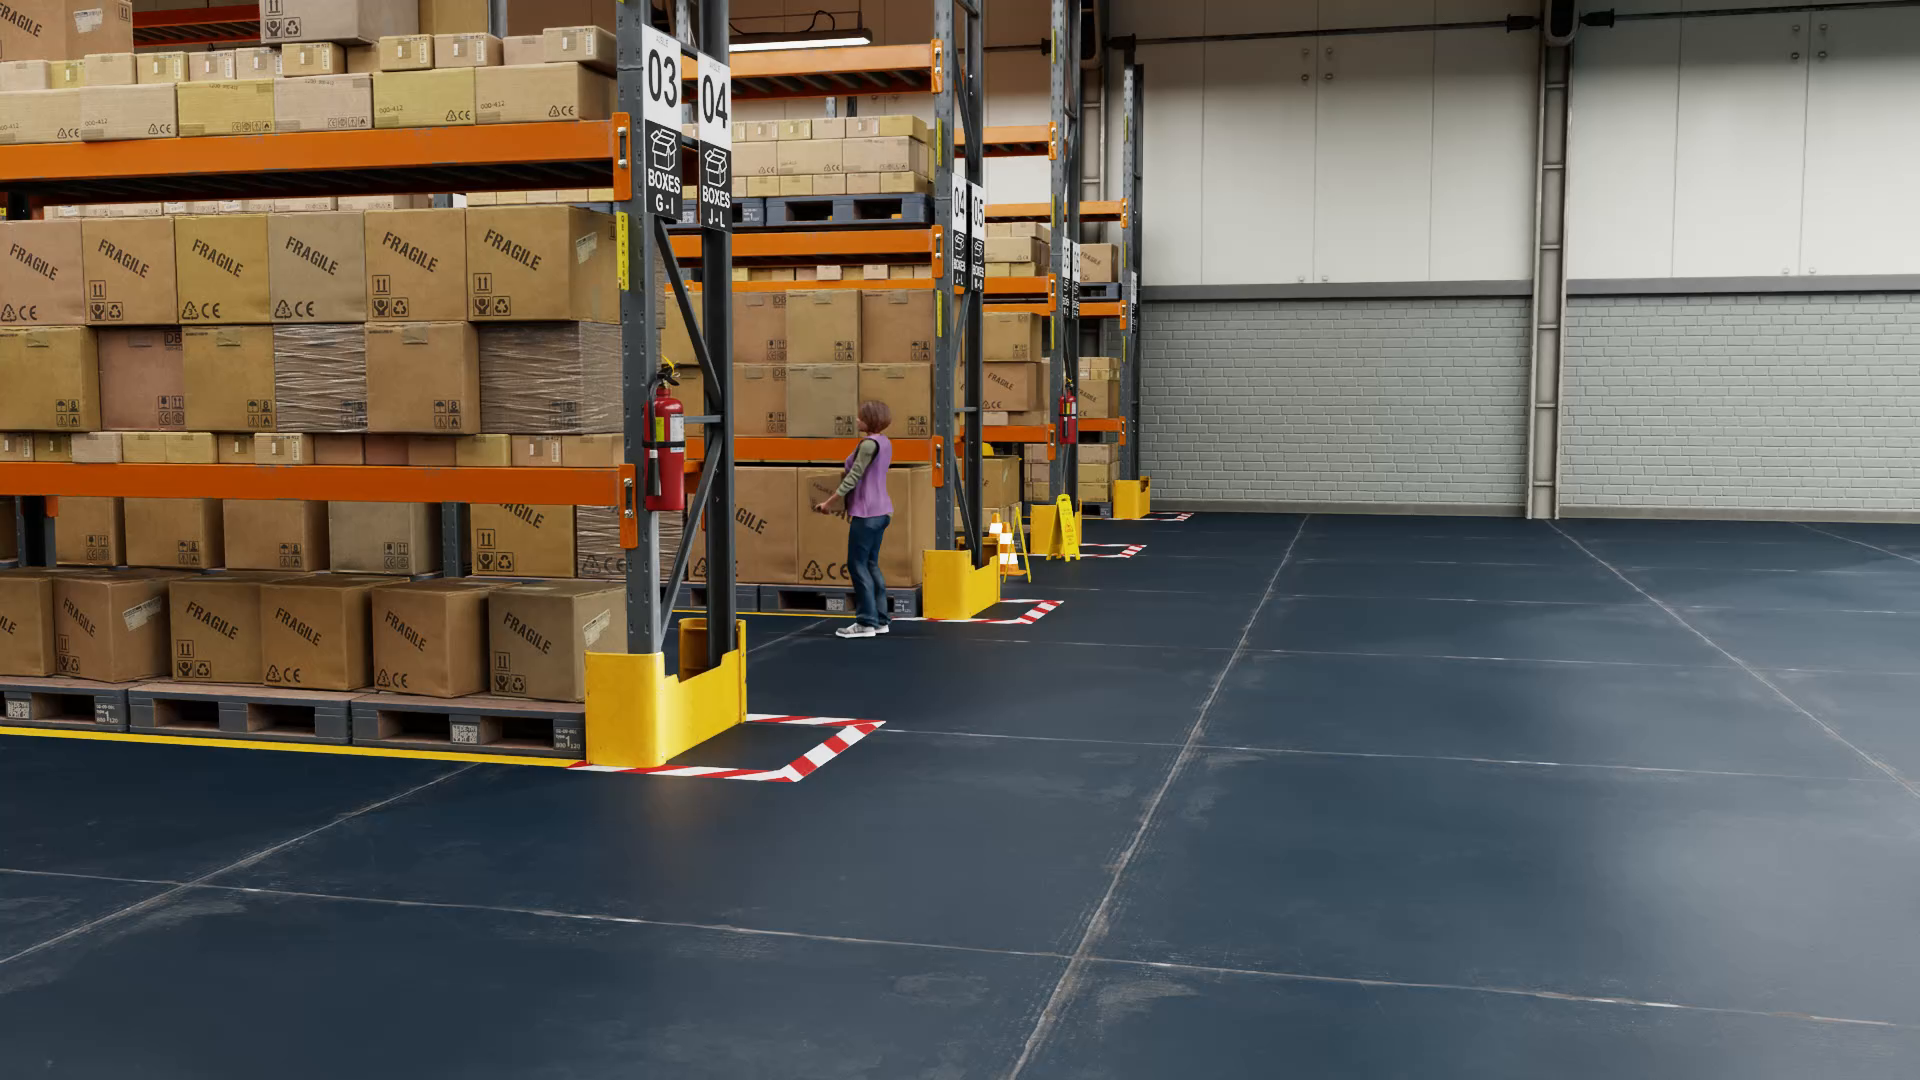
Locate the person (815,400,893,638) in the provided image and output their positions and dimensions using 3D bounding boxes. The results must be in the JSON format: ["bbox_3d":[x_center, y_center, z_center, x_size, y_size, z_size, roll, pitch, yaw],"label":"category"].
[{"bbox_3d":[-0.698,-0.145,11.171,0.495,1.591,0.404,1,5,15],"label":"person"}]
